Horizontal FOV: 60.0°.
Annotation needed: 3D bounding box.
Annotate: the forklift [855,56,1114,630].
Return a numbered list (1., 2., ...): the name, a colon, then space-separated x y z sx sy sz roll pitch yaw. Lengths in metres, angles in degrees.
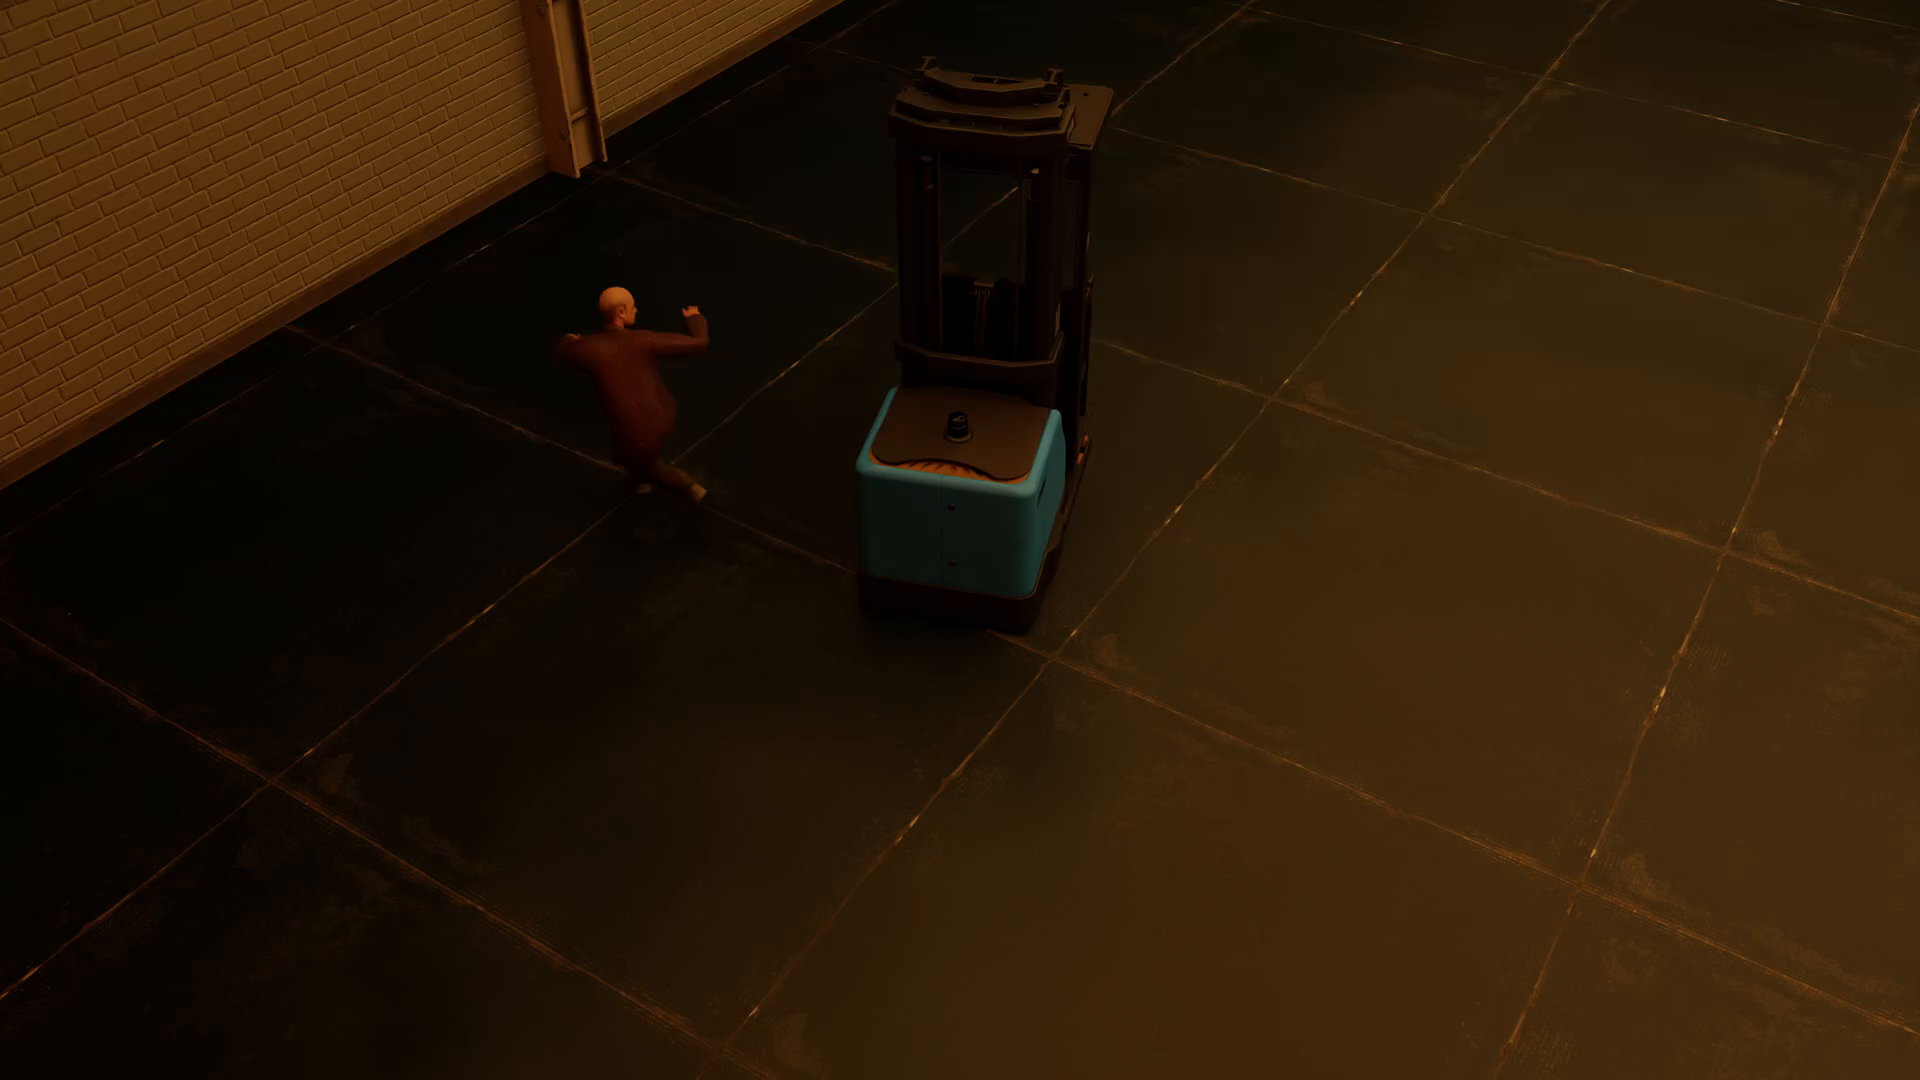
1. forklift: 0.244 -1.564 9.812 1.130 2.935 3.031 9 41 10

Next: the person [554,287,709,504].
1. person: -1.948 -0.932 10.195 0.875 1.512 1.185 -23 46 -25
